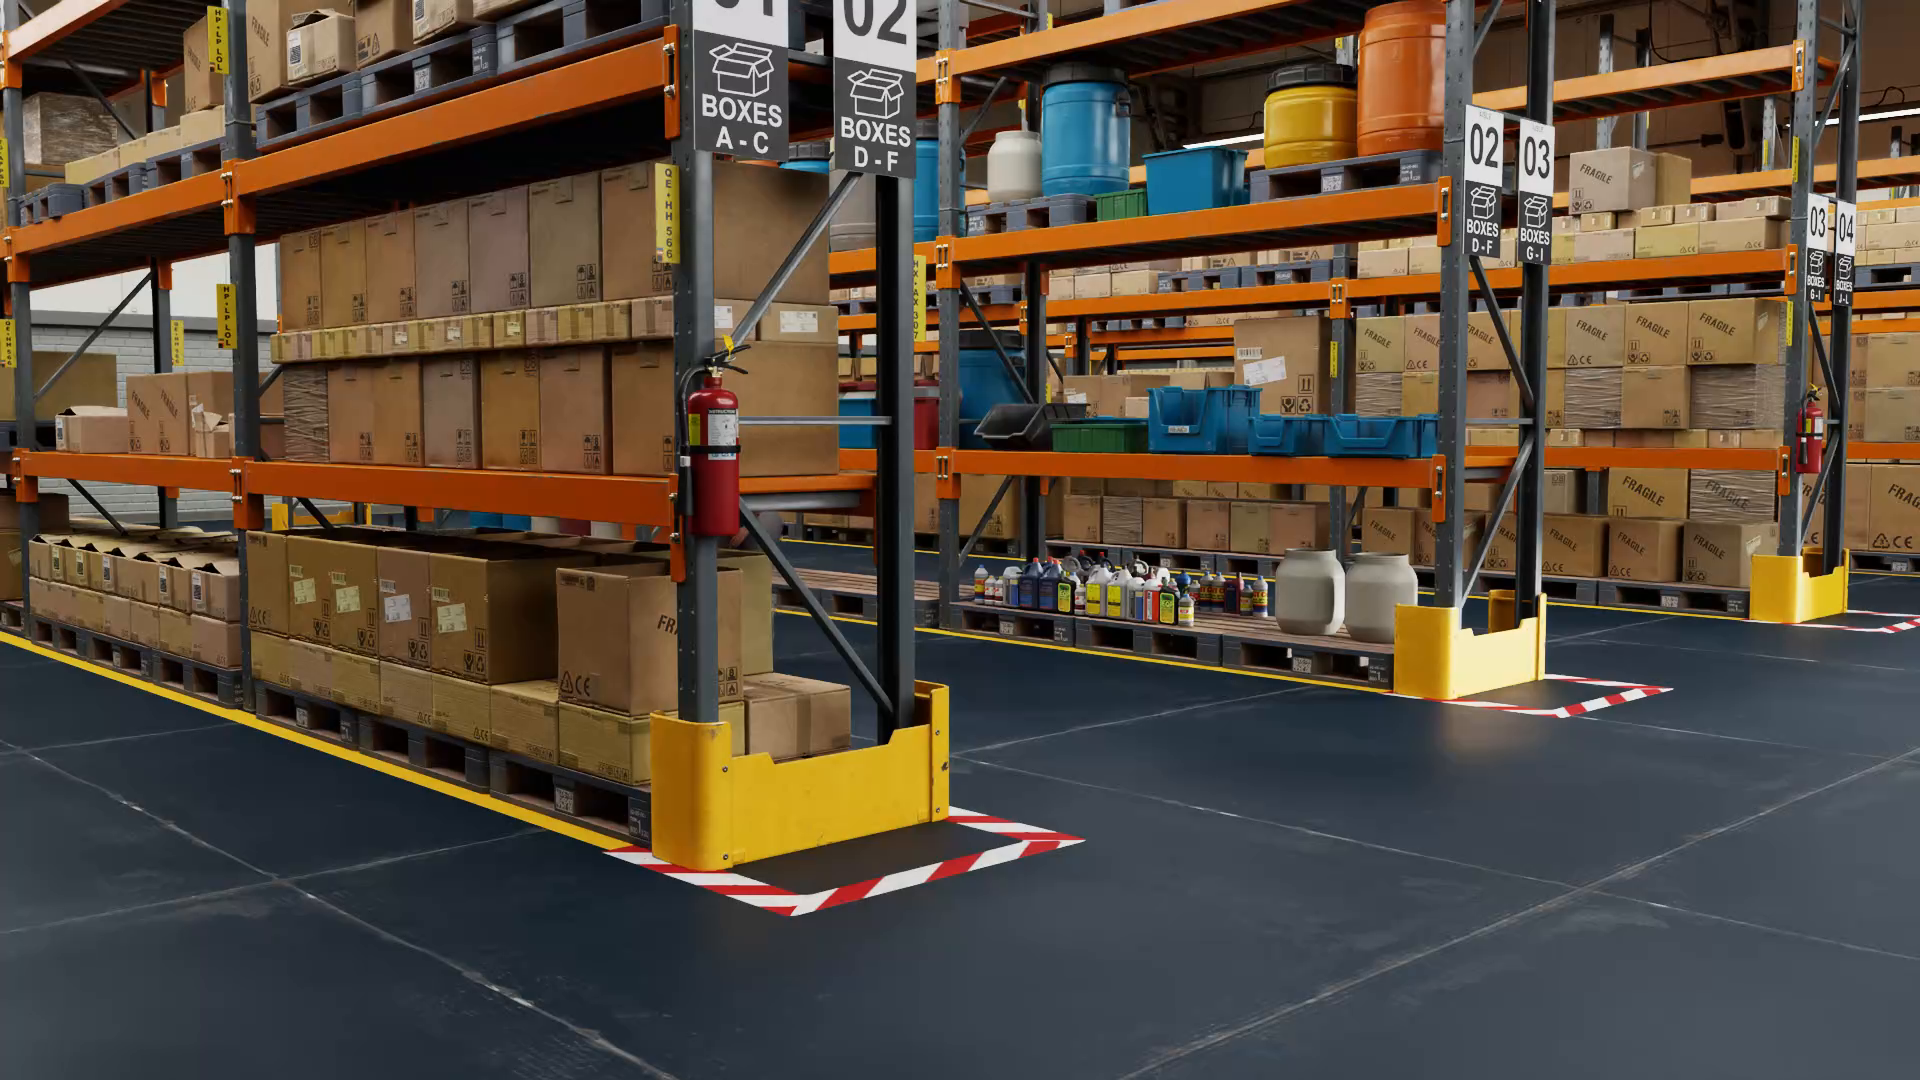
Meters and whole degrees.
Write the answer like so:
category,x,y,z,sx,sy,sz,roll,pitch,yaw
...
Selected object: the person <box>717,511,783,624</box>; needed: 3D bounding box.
category,x,y,z,sx,sy,sz,roll,pitch,yaw
person,-1.388,-0.032,10.303,0.530,1.680,0.472,-3,5,-37
